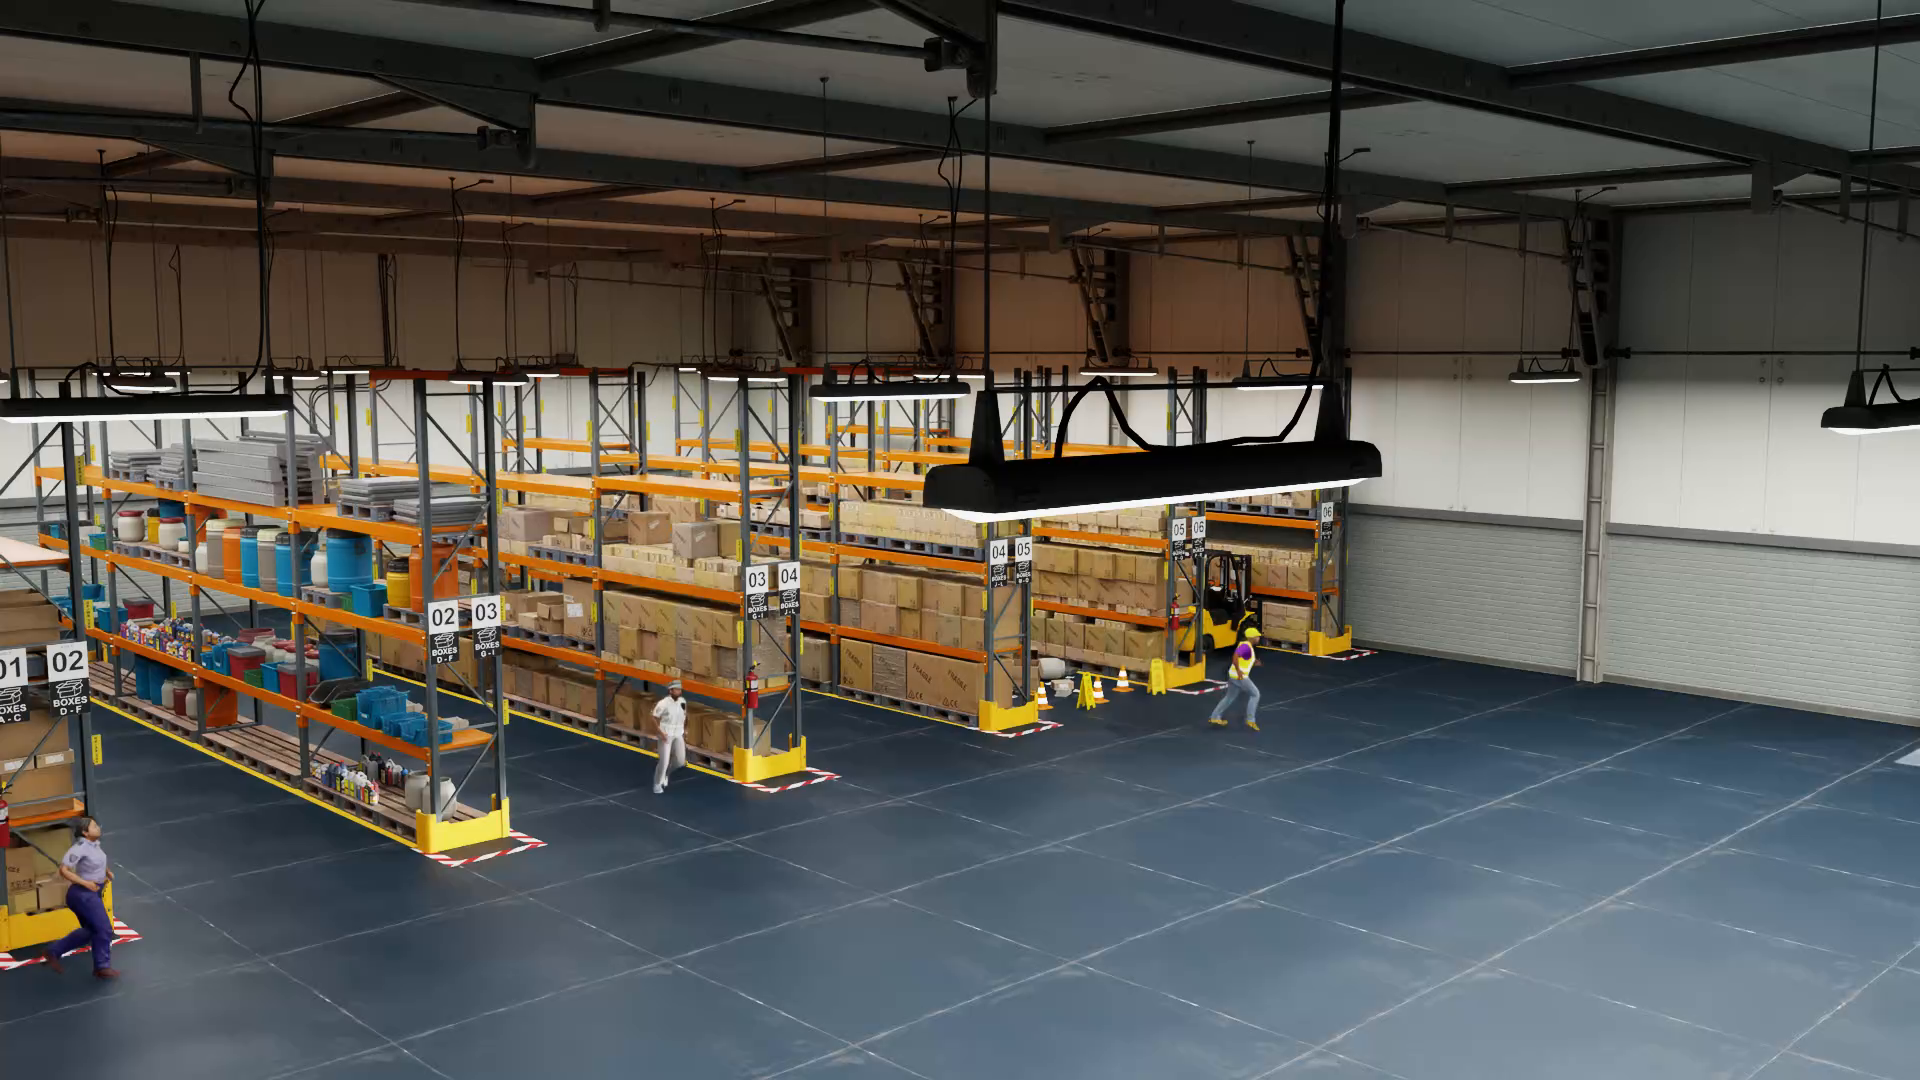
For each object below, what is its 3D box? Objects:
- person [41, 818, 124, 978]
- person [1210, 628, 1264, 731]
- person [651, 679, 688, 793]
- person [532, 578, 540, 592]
[{"bbox_3d":[-8.955,3.648,16.967,0.788,1.633,0.648,-1,7,-12],"label":"person"},{"bbox_3d":[4.672,2.344,27.940,0.900,1.758,0.714,0,6,2],"label":"person"},{"bbox_3d":[-4.142,2.820,24.017,0.636,1.623,0.500,-5,8,-38],"label":"person"},{"bbox_3d":[-10.828,0.714,42.415,0.548,1.705,0.874,1,6,6],"label":"person"}]
